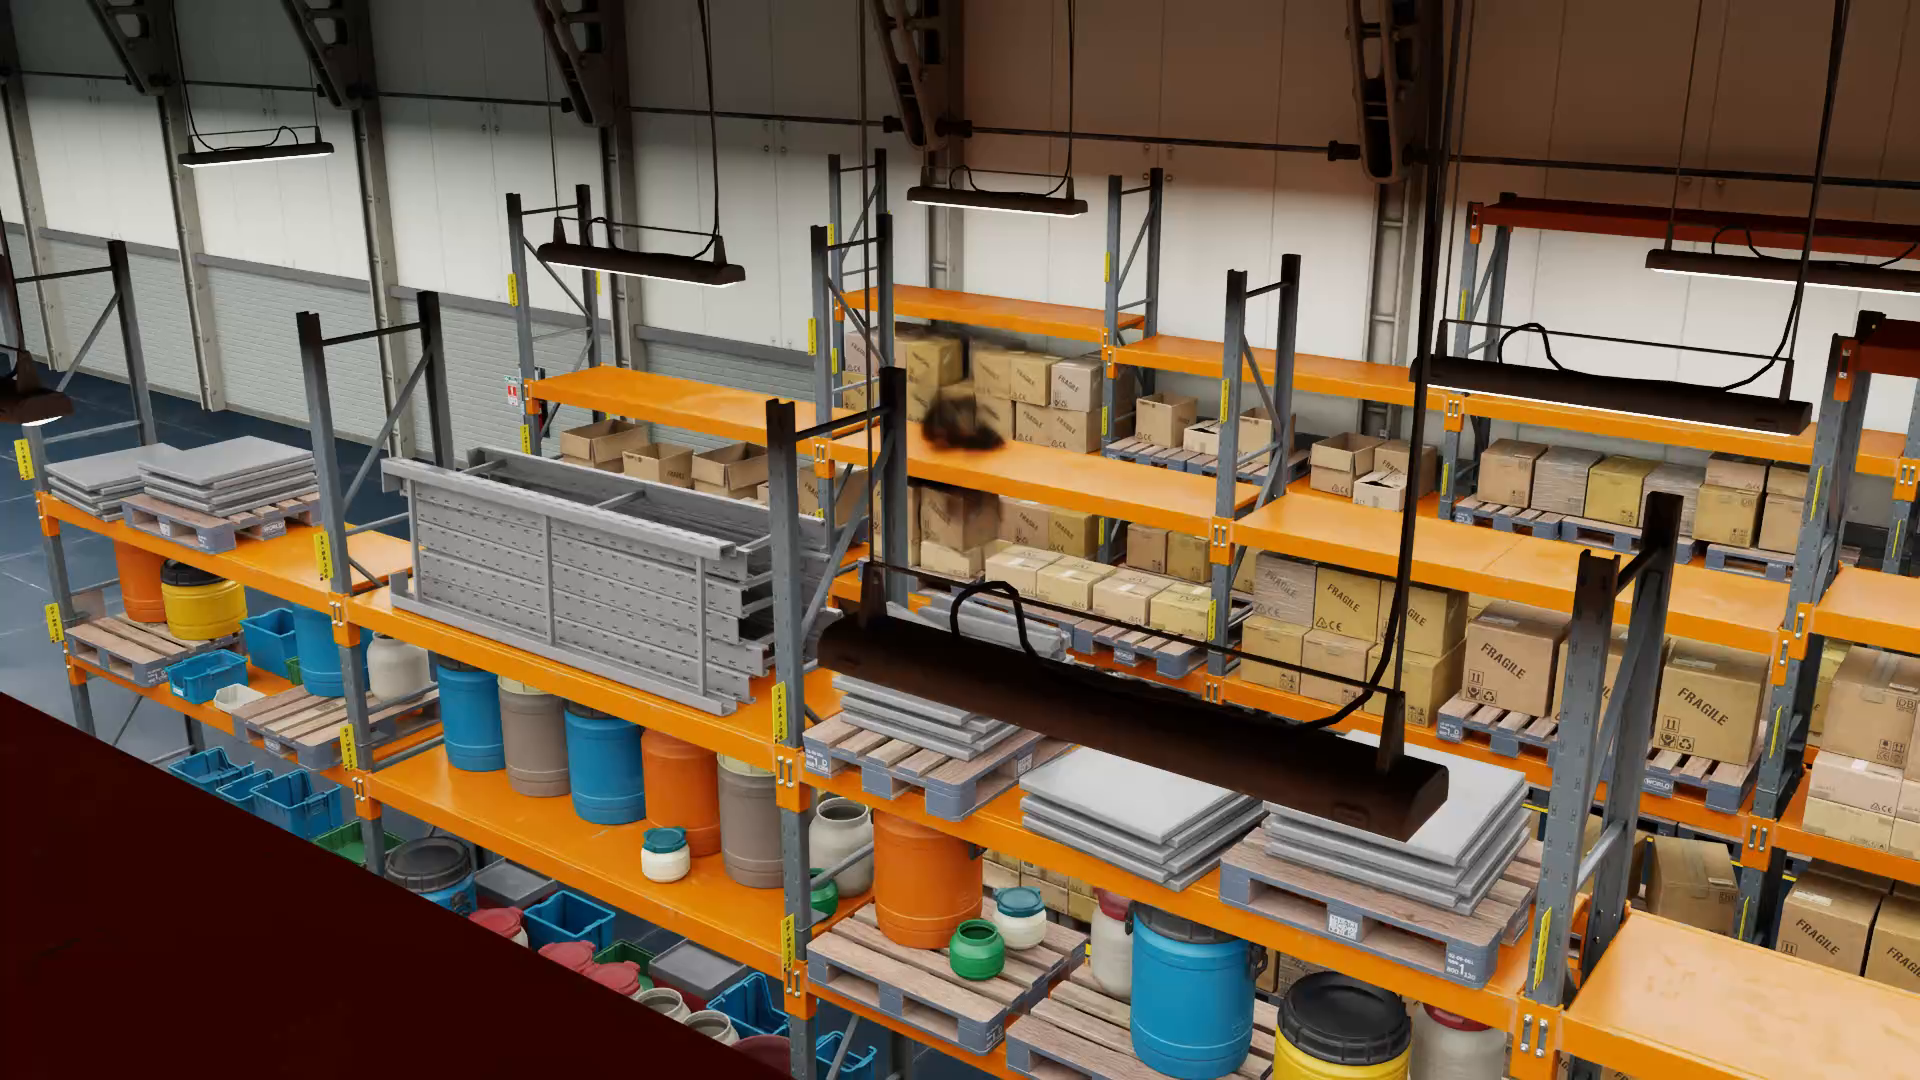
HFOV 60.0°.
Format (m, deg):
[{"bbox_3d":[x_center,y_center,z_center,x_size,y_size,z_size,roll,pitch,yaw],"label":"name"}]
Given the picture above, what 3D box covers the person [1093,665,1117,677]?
[{"bbox_3d":[1.464,1.875,16.926,0.696,1.671,0.617,8,20,24],"label":"person"}]
